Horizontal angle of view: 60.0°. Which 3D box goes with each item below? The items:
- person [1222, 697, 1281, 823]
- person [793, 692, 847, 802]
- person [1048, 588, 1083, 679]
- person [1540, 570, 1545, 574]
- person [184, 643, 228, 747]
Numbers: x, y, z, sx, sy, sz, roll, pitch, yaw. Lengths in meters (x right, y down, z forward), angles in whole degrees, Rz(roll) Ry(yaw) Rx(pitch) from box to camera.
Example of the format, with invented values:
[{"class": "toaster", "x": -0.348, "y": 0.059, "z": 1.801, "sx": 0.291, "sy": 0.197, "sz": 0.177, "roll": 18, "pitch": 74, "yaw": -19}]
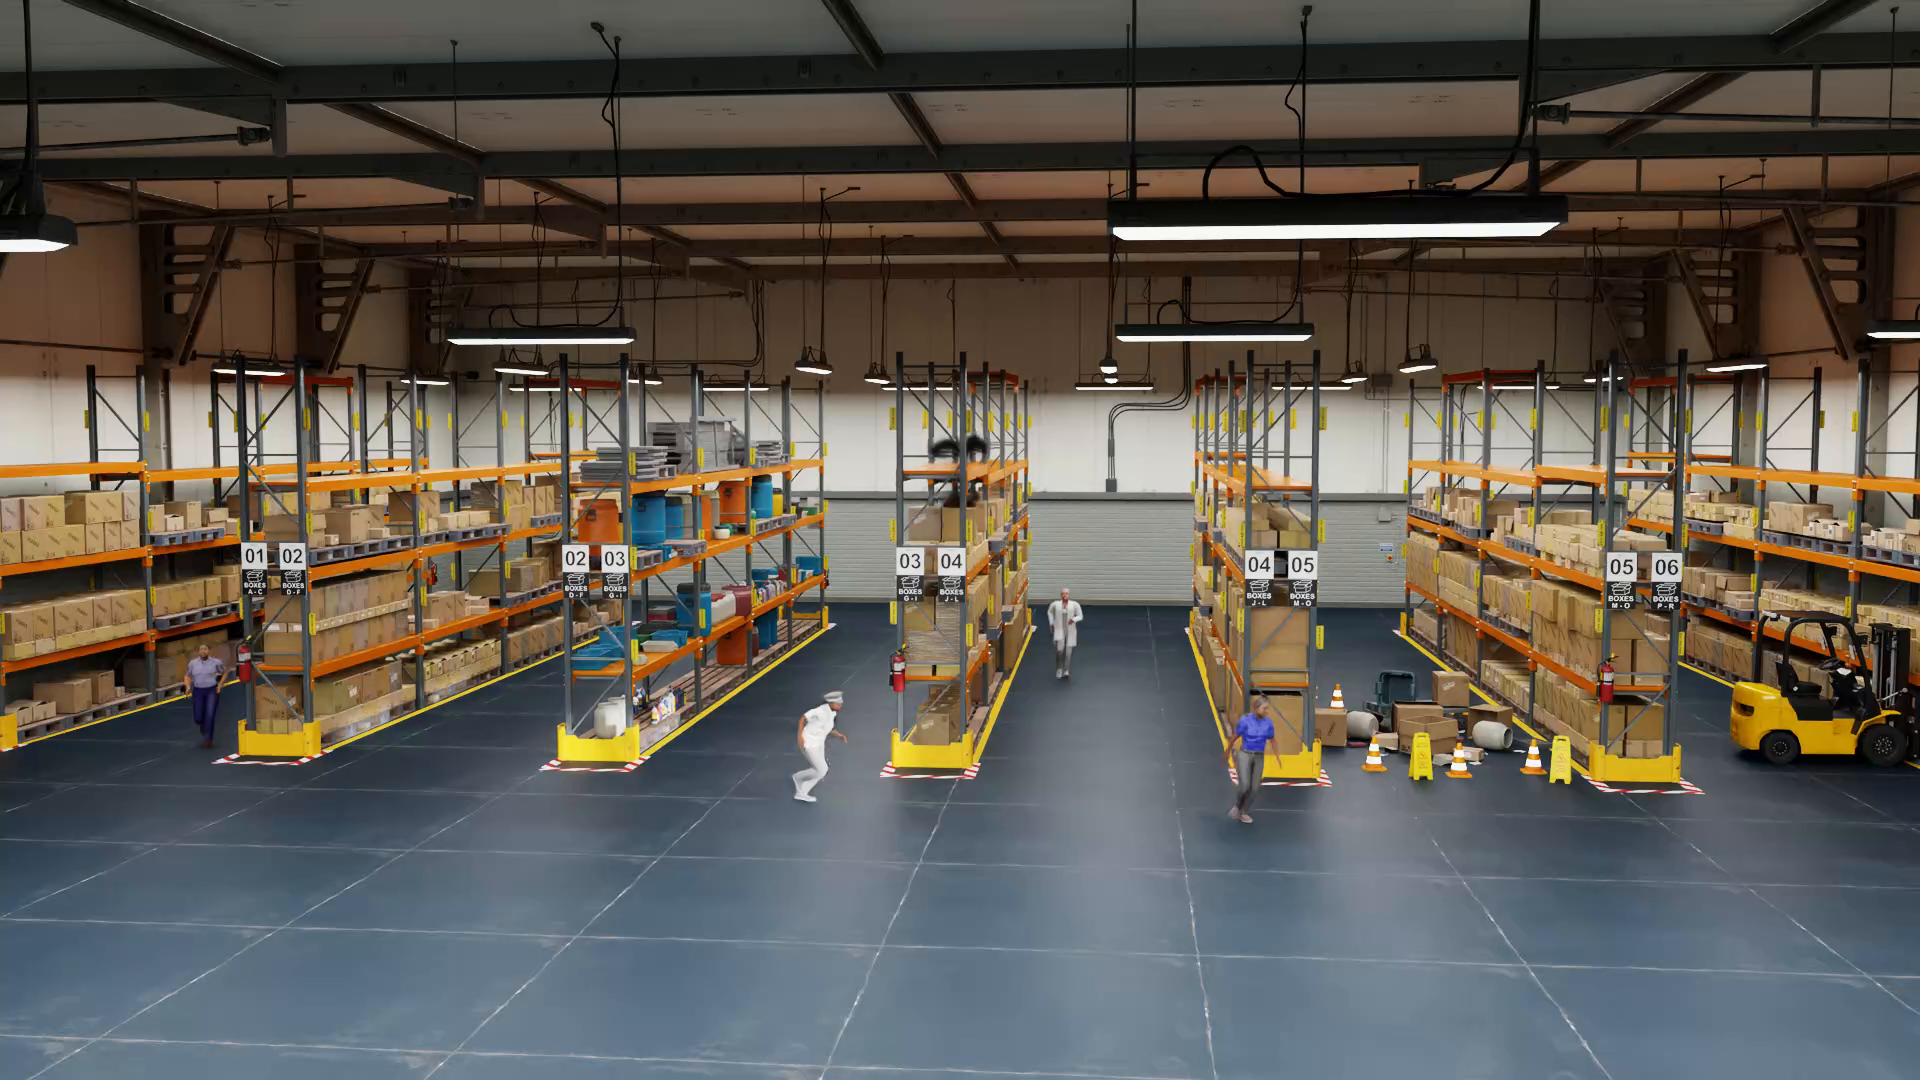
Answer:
[{"class": "person", "x": 3.645, "y": 2.741, "z": 20.659, "sx": 0.575, "sy": 1.602, "sz": 0.613, "roll": -1, "pitch": 4, "yaw": -20}, {"class": "person", "x": -1.860, "y": 2.719, "z": 21.773, "sx": 0.764, "sy": 1.494, "sz": 0.604, "roll": 2, "pitch": 4, "yaw": 25}, {"class": "person", "x": 2.046, "y": 1.820, "z": 32.350, "sx": 0.684, "sy": 1.770, "sz": 0.744, "roll": 0, "pitch": 4, "yaw": 3}, {"class": "person", "x": 13.007, "y": 1.510, "z": 36.969, "sx": 0.680, "sy": 1.746, "sz": 0.875, "roll": -2, "pitch": 4, "yaw": -21}, {"class": "person", "x": -11.703, "y": 2.380, "z": 25.827, "sx": 0.617, "sy": 1.599, "sz": 0.642, "roll": -1, "pitch": 4, "yaw": -15}]
